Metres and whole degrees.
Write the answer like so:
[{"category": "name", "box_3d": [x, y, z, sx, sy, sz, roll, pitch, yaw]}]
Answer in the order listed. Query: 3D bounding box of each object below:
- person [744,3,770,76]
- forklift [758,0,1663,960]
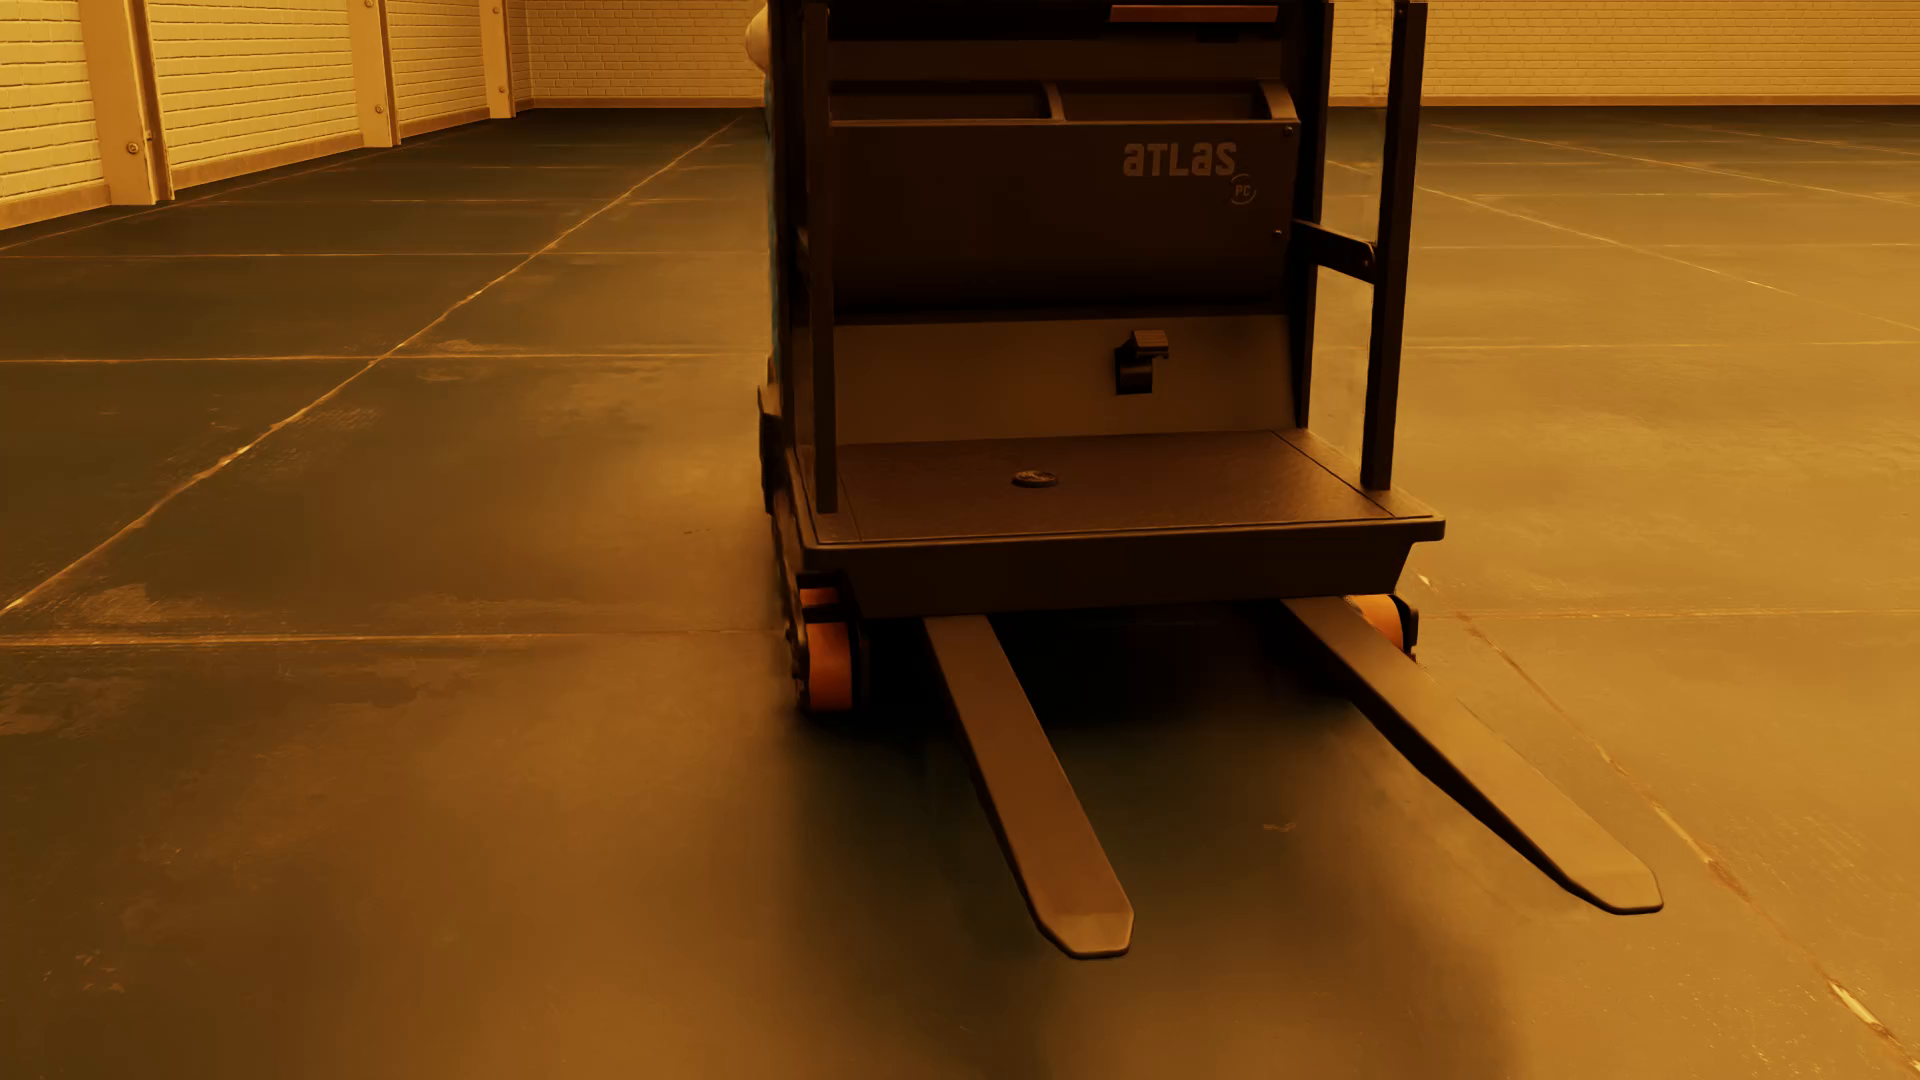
[{"category": "person", "box_3d": [-0.037, -0.862, 4.056, 0.980, 1.563, 0.786, 6, 18, 20]}, {"category": "forklift", "box_3d": [0.218, -1.207, 2.852, 1.130, 2.935, 3.031, -3, 17, -8]}]
